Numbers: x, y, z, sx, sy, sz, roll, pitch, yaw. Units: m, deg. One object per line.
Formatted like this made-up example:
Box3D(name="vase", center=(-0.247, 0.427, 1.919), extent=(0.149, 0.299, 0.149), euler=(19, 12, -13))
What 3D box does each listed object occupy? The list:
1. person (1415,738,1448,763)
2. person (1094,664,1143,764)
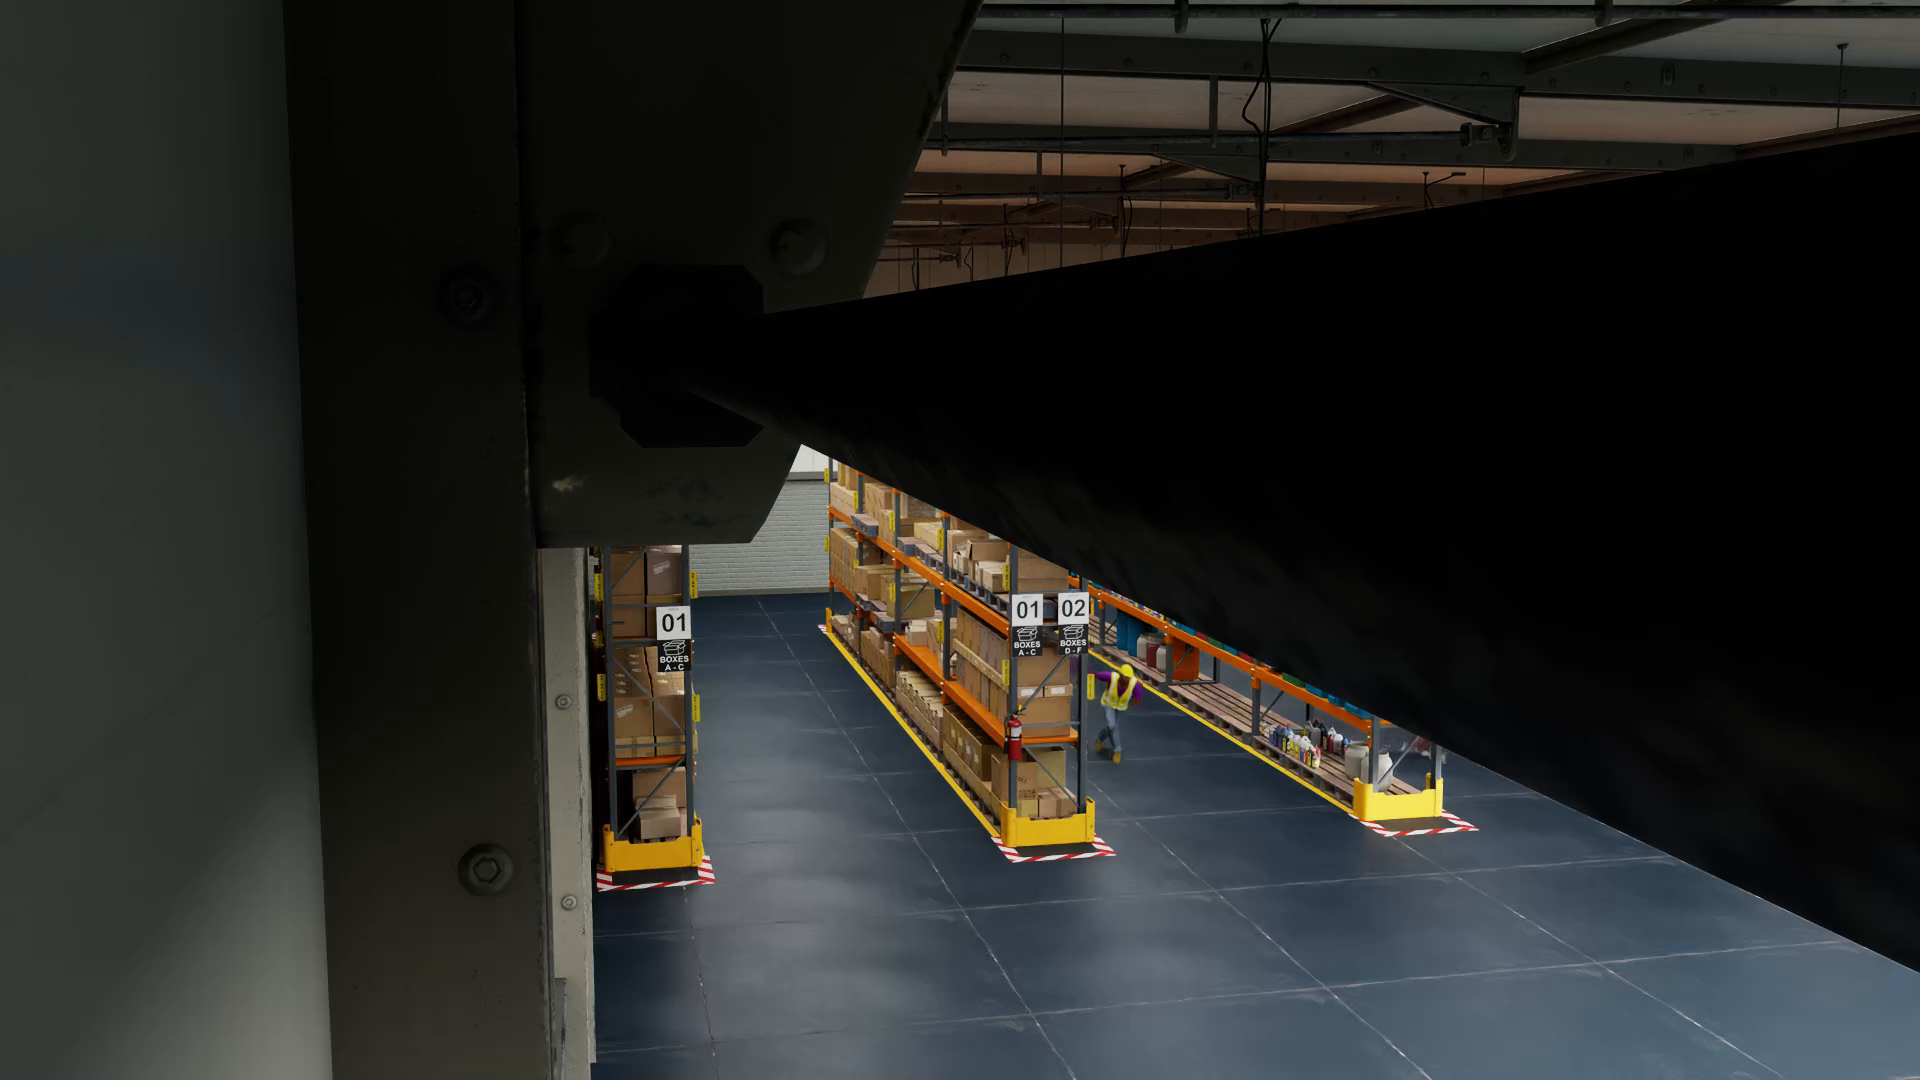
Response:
Box3D(name="person", center=(7.330, 2.609, 25.086), extent=(0.538, 1.456, 1.047), euler=(-3, 7, -21))
Box3D(name="person", center=(2.358, 2.578, 25.337), extent=(0.697, 1.546, 1.159), euler=(-2, 7, -13))
